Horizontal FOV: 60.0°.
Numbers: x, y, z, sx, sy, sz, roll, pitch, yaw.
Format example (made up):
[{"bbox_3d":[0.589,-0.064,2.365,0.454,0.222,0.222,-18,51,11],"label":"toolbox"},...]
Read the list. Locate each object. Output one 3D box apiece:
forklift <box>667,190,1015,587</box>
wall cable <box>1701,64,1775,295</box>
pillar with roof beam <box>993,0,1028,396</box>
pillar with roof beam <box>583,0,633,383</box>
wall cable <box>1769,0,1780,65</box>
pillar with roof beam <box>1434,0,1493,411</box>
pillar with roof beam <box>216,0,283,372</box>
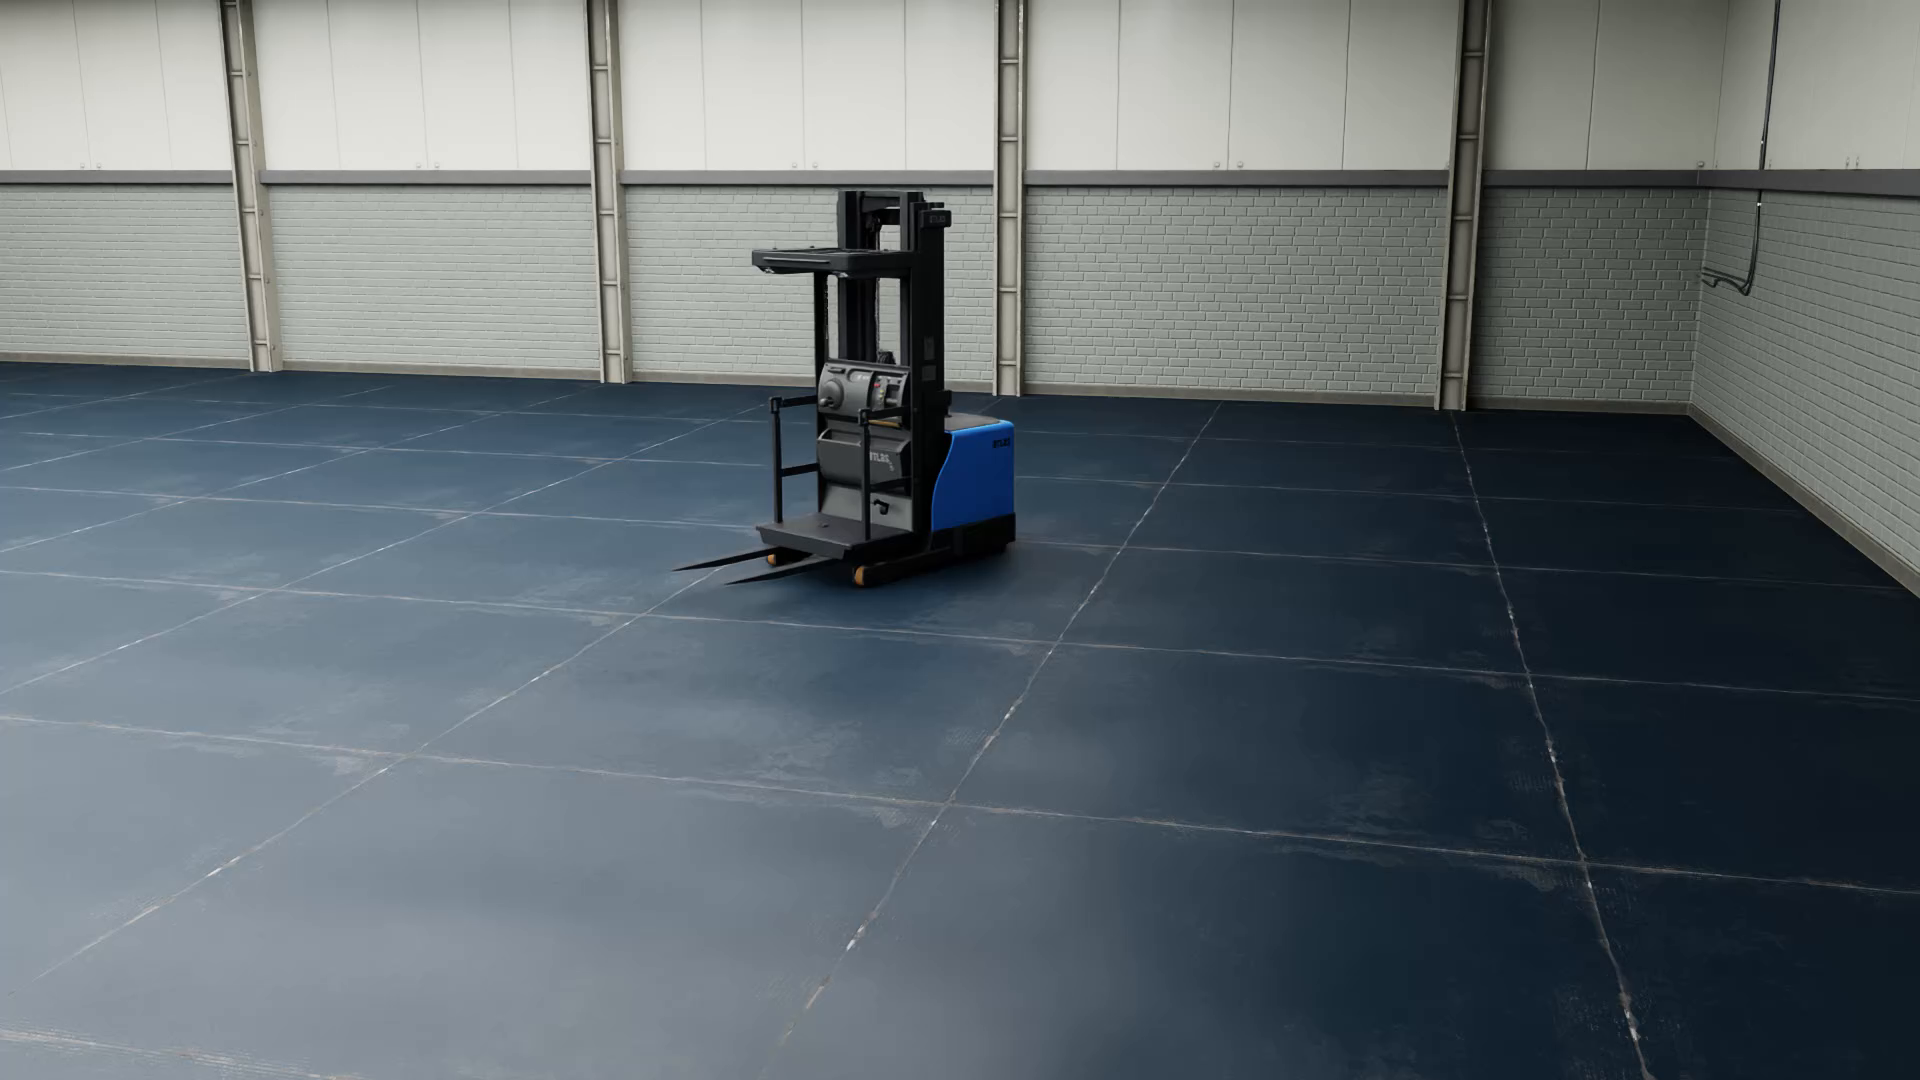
[{"bbox_3d":[-0.899,-1.194,12.850,1.130,2.935,3.031,11,17,41],"label":"forklift"},{"bbox_3d":[9.057,-4.194,19.529,0.112,2.526,3.097,3,13,14],"label":"wall cable"},{"bbox_3d":[-0.343,-5.547,18.458,0.400,9.000,9.100,3,13,14],"label":"pillar with roof beam"},{"bbox_3d":[-6.168,-5.858,19.862,0.400,9.000,9.100,3,13,14],"label":"pillar with roof beam"},{"bbox_3d":[8.409,-6.090,16.418,0.112,2.526,3.097,3,13,14],"label":"wall cable"},{"bbox_3d":[5.482,-5.235,17.055,0.400,9.000,9.100,3,13,14],"label":"pillar with roof beam"},{"bbox_3d":[-11.994,-6.169,21.265,0.400,9.000,9.100,3,13,14],"label":"pillar with roof beam"}]
